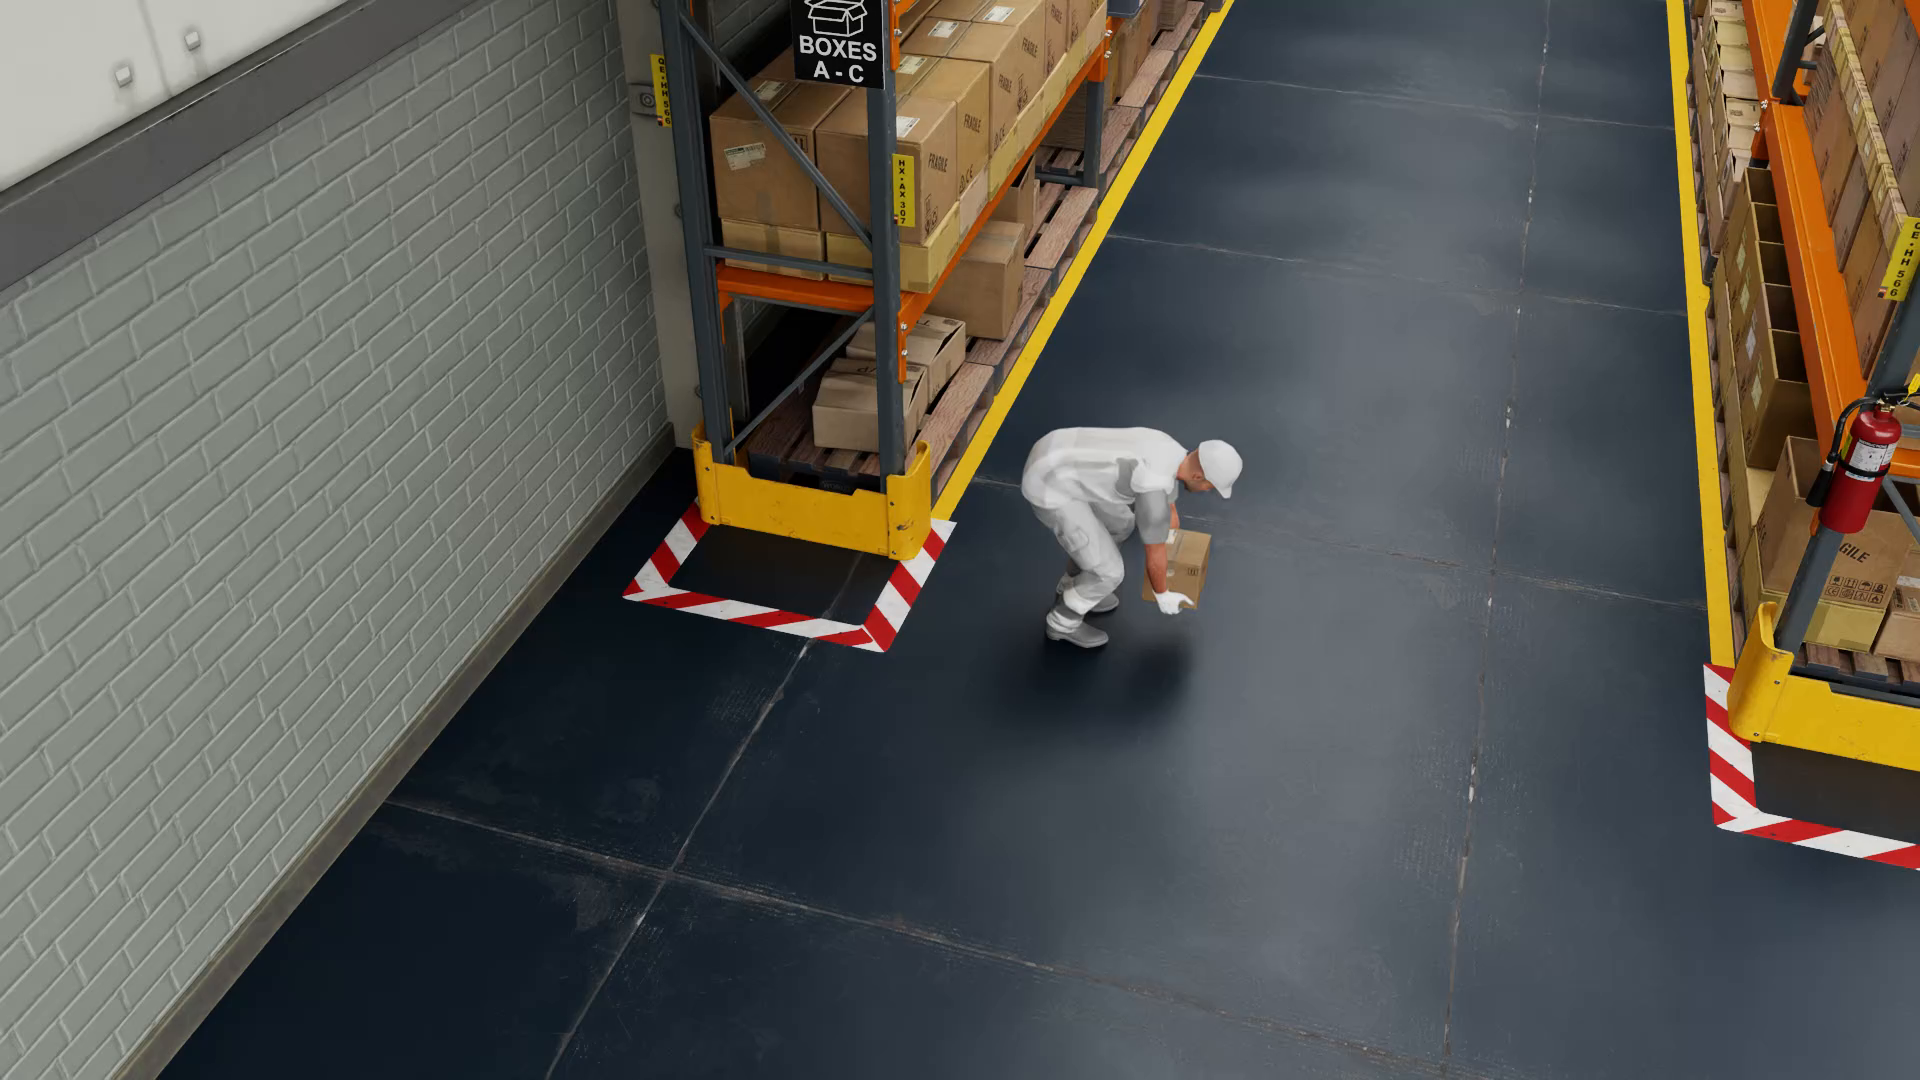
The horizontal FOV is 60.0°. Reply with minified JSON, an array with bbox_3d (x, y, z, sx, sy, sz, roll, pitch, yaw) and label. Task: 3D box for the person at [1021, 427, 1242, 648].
[{"bbox_3d":[0.748,-0.027,7.501,0.956,1.077,0.529,8,37,10],"label":"person"}]
